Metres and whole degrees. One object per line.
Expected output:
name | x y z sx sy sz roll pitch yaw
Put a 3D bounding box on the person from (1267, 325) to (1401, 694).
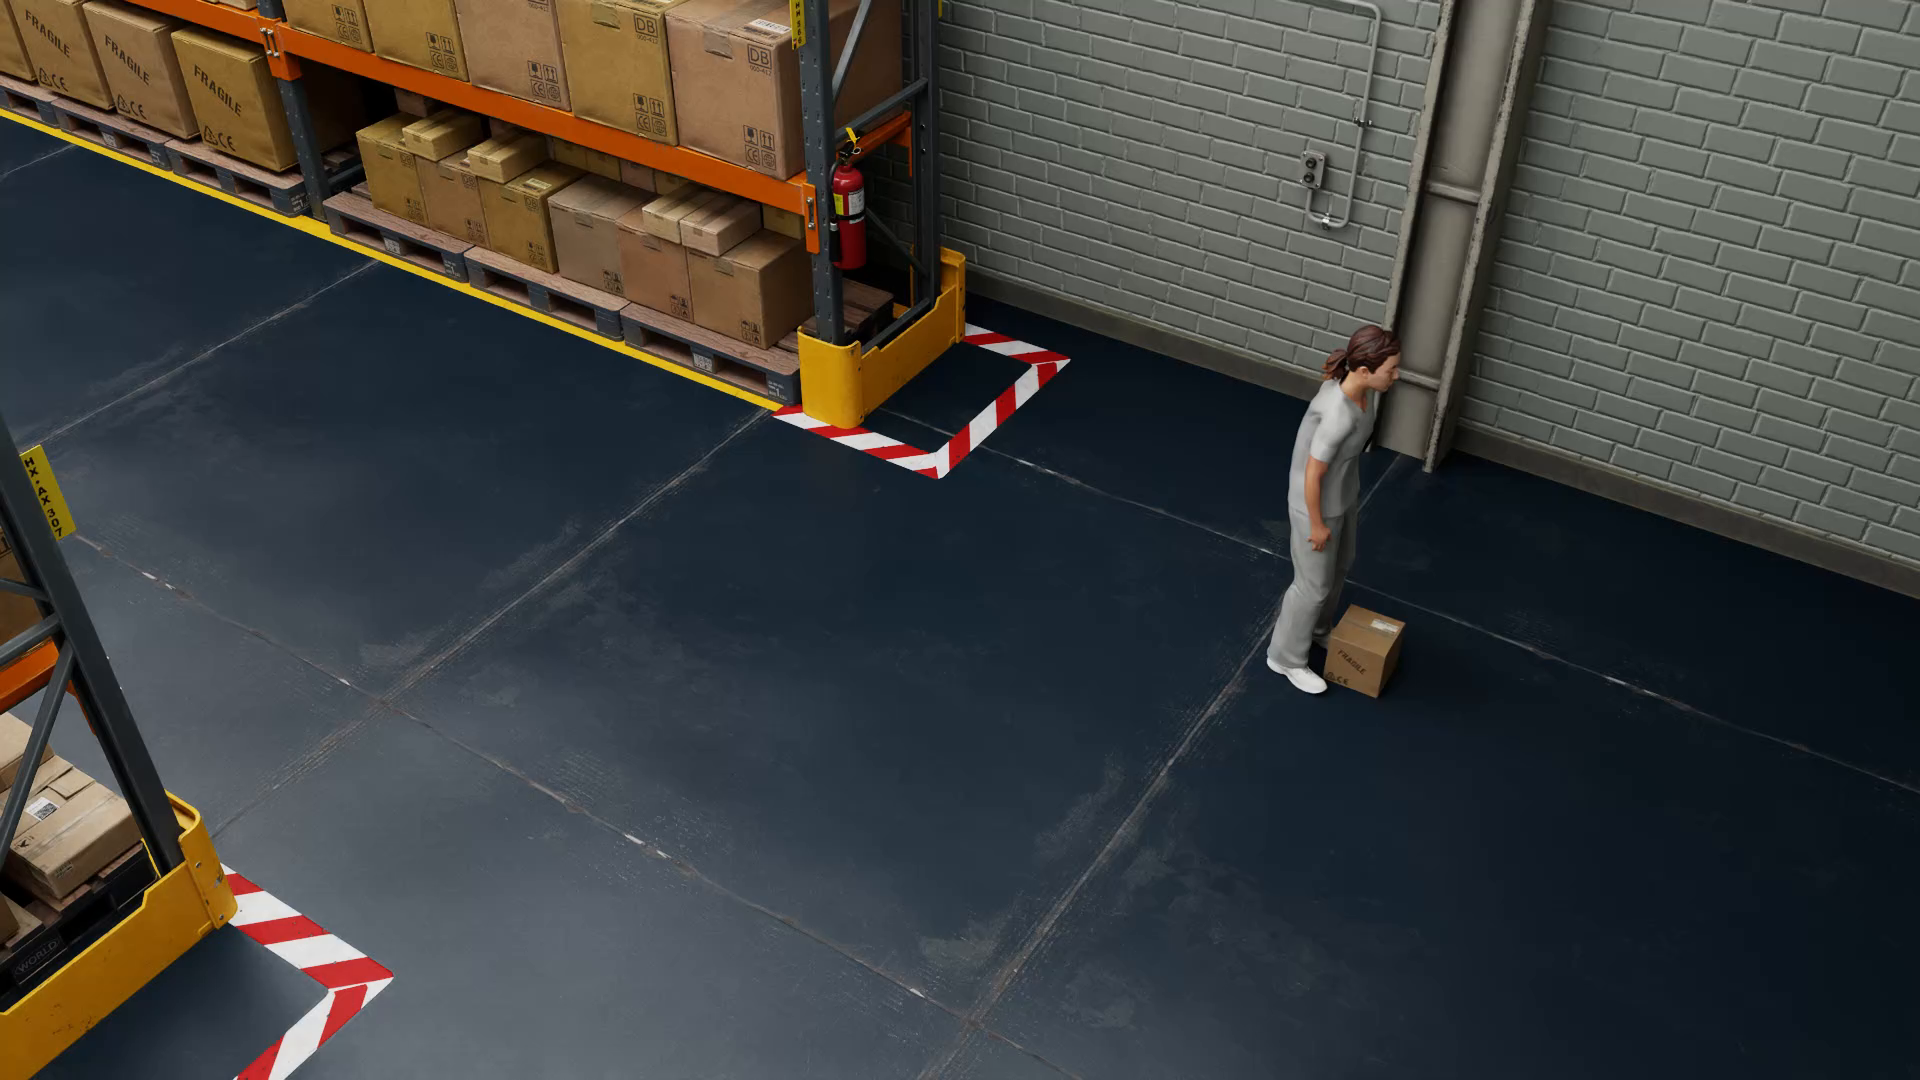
person | 1.538 -0.153 6.873 0.364 1.671 0.500 20 43 23
